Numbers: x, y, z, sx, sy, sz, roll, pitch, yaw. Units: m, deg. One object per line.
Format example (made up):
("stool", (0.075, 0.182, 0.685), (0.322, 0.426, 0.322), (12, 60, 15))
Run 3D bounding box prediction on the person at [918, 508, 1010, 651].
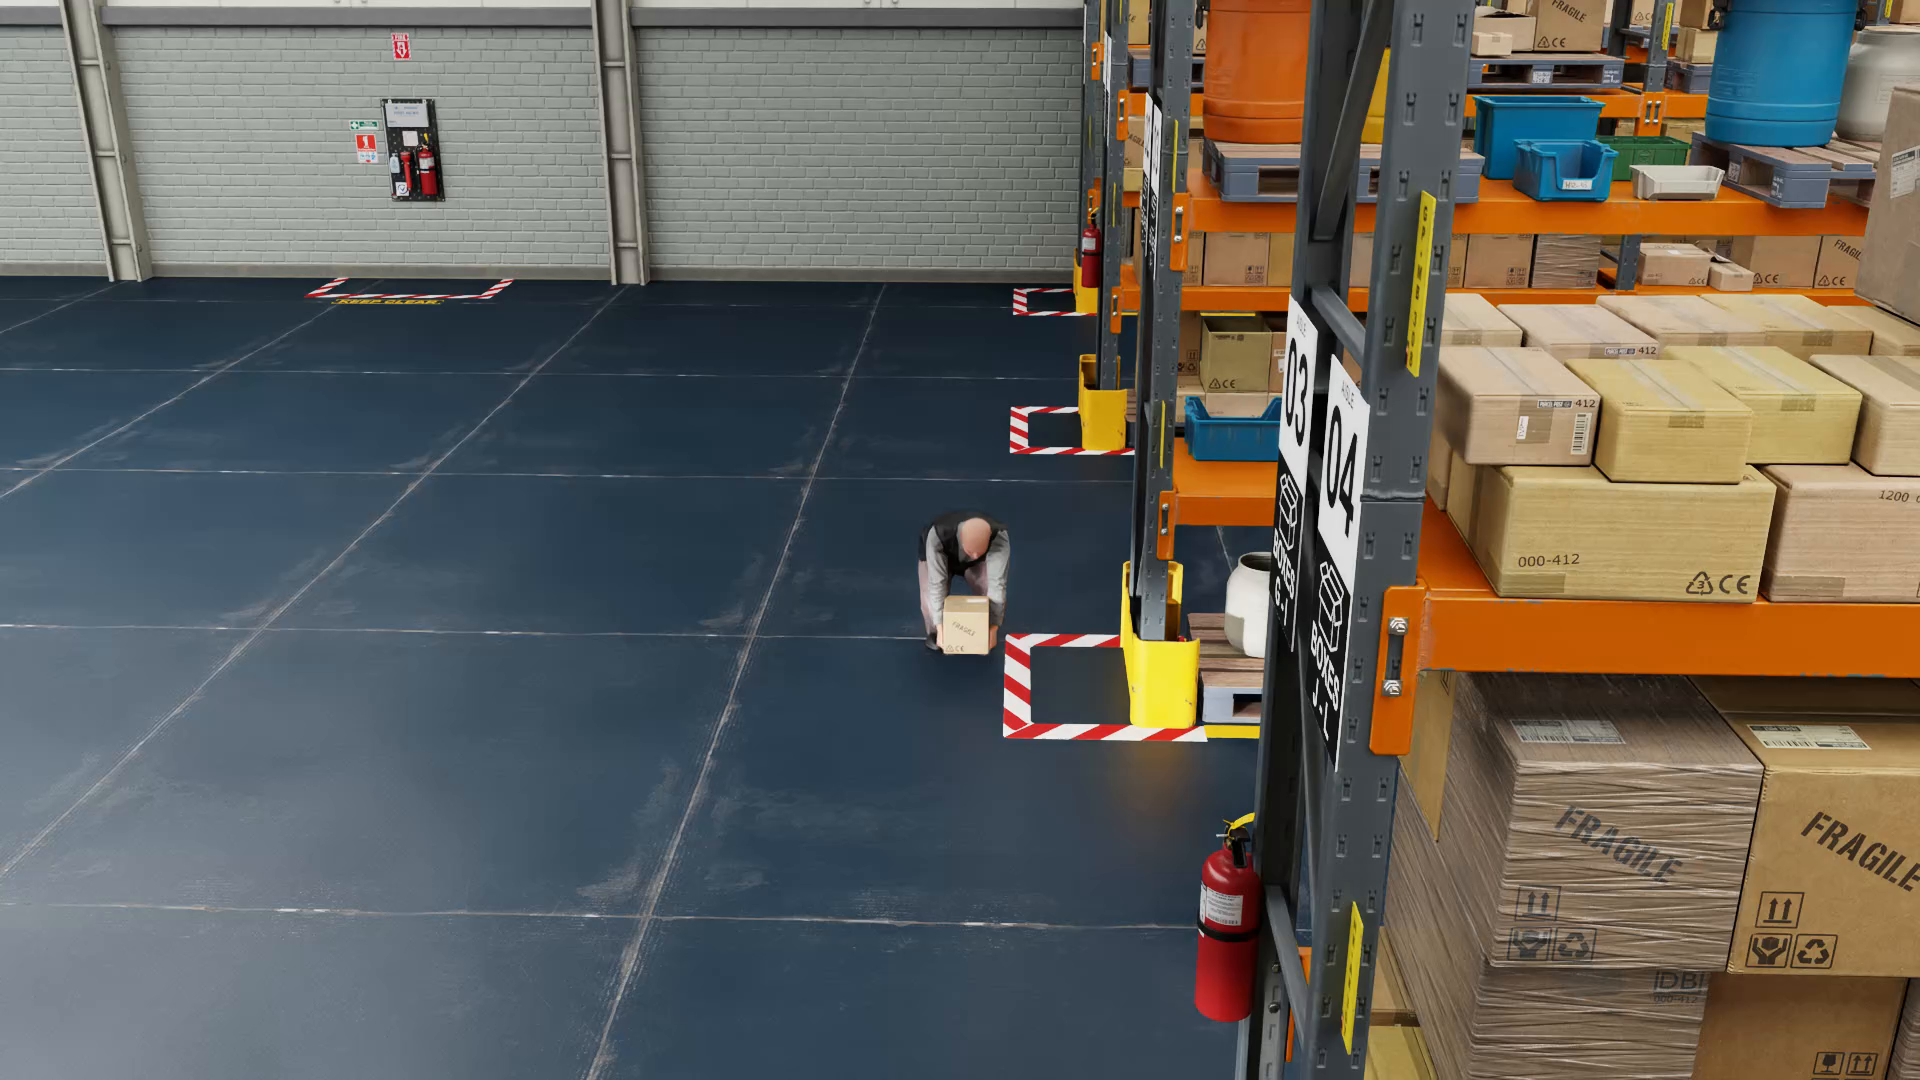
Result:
("person", (0.017, 0.218, 9.633), (0.506, 0.959, 0.916), (-2, 21, -6))
